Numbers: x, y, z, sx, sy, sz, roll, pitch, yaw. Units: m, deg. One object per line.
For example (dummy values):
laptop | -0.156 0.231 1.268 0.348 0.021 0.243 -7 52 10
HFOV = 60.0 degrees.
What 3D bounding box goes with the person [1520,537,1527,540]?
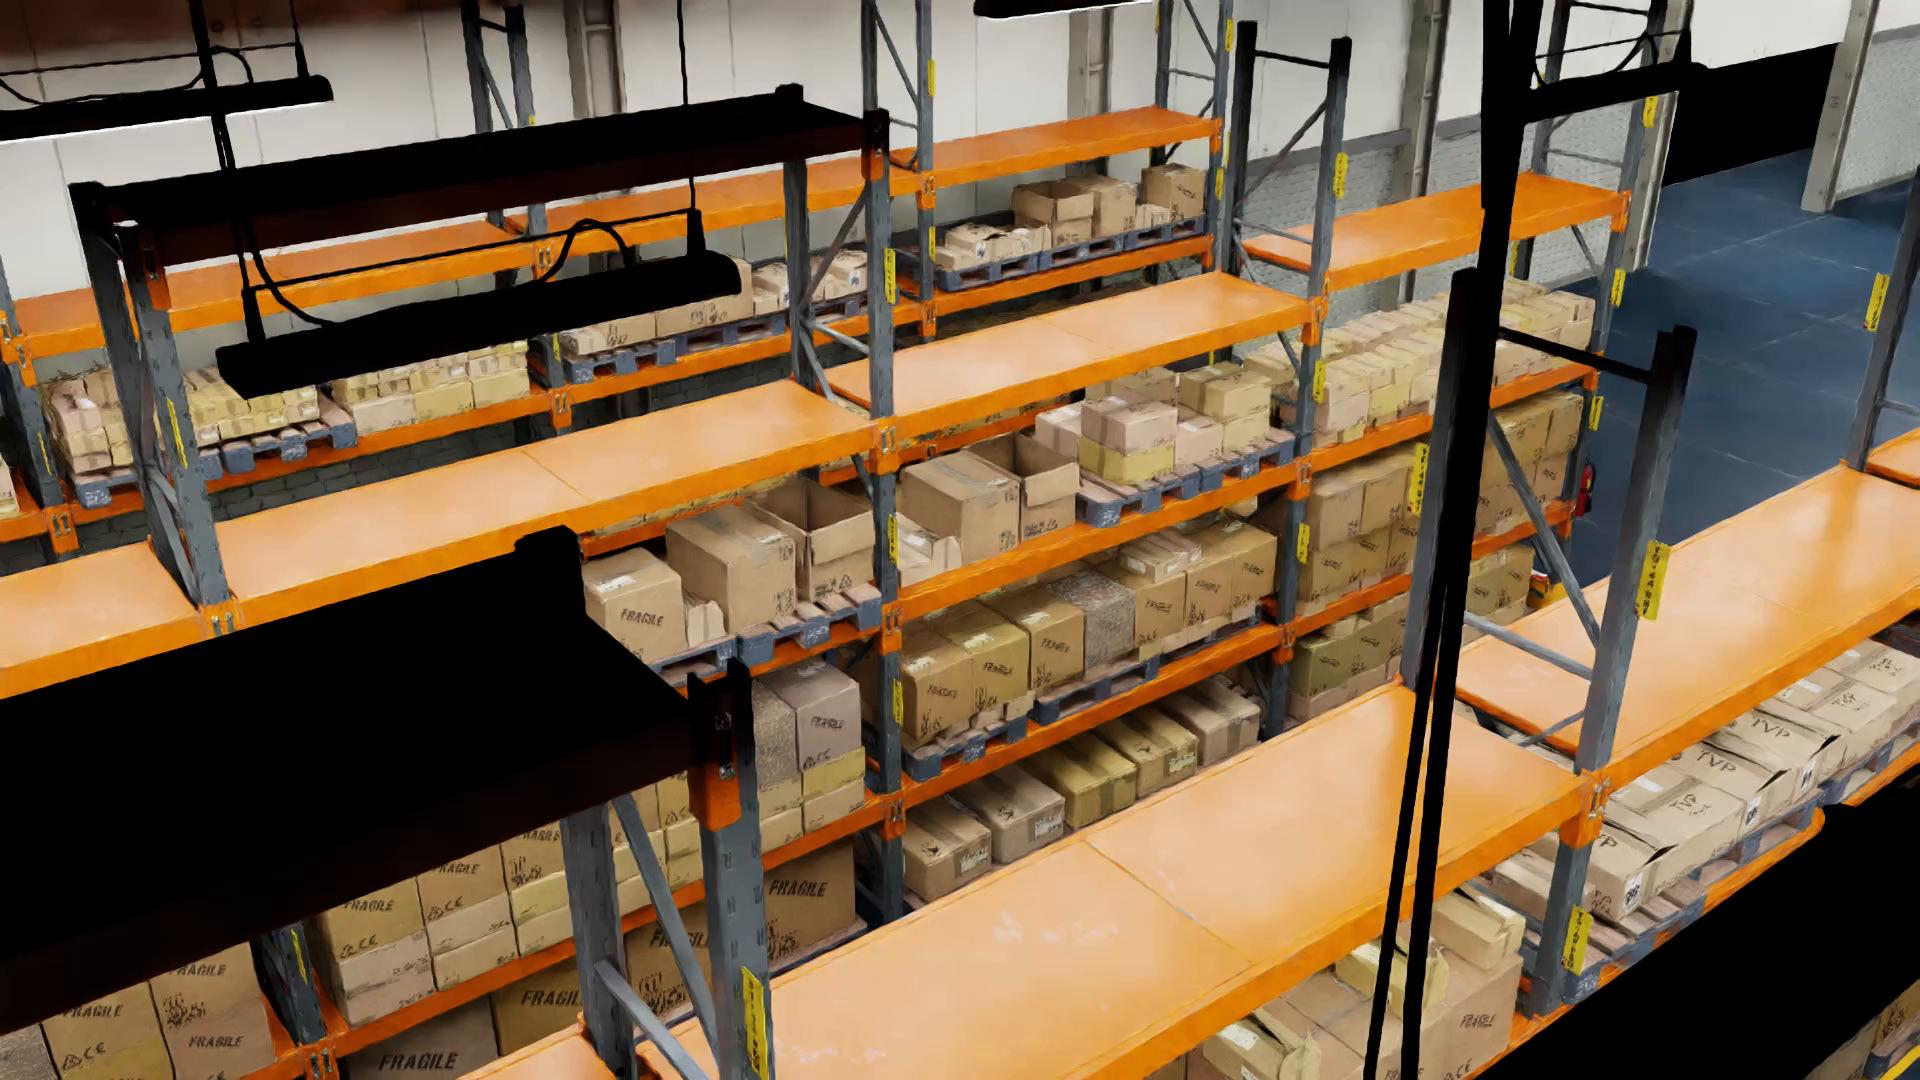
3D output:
person | 5.922 -0.839 18.011 0.688 1.602 0.518 12 28 23
